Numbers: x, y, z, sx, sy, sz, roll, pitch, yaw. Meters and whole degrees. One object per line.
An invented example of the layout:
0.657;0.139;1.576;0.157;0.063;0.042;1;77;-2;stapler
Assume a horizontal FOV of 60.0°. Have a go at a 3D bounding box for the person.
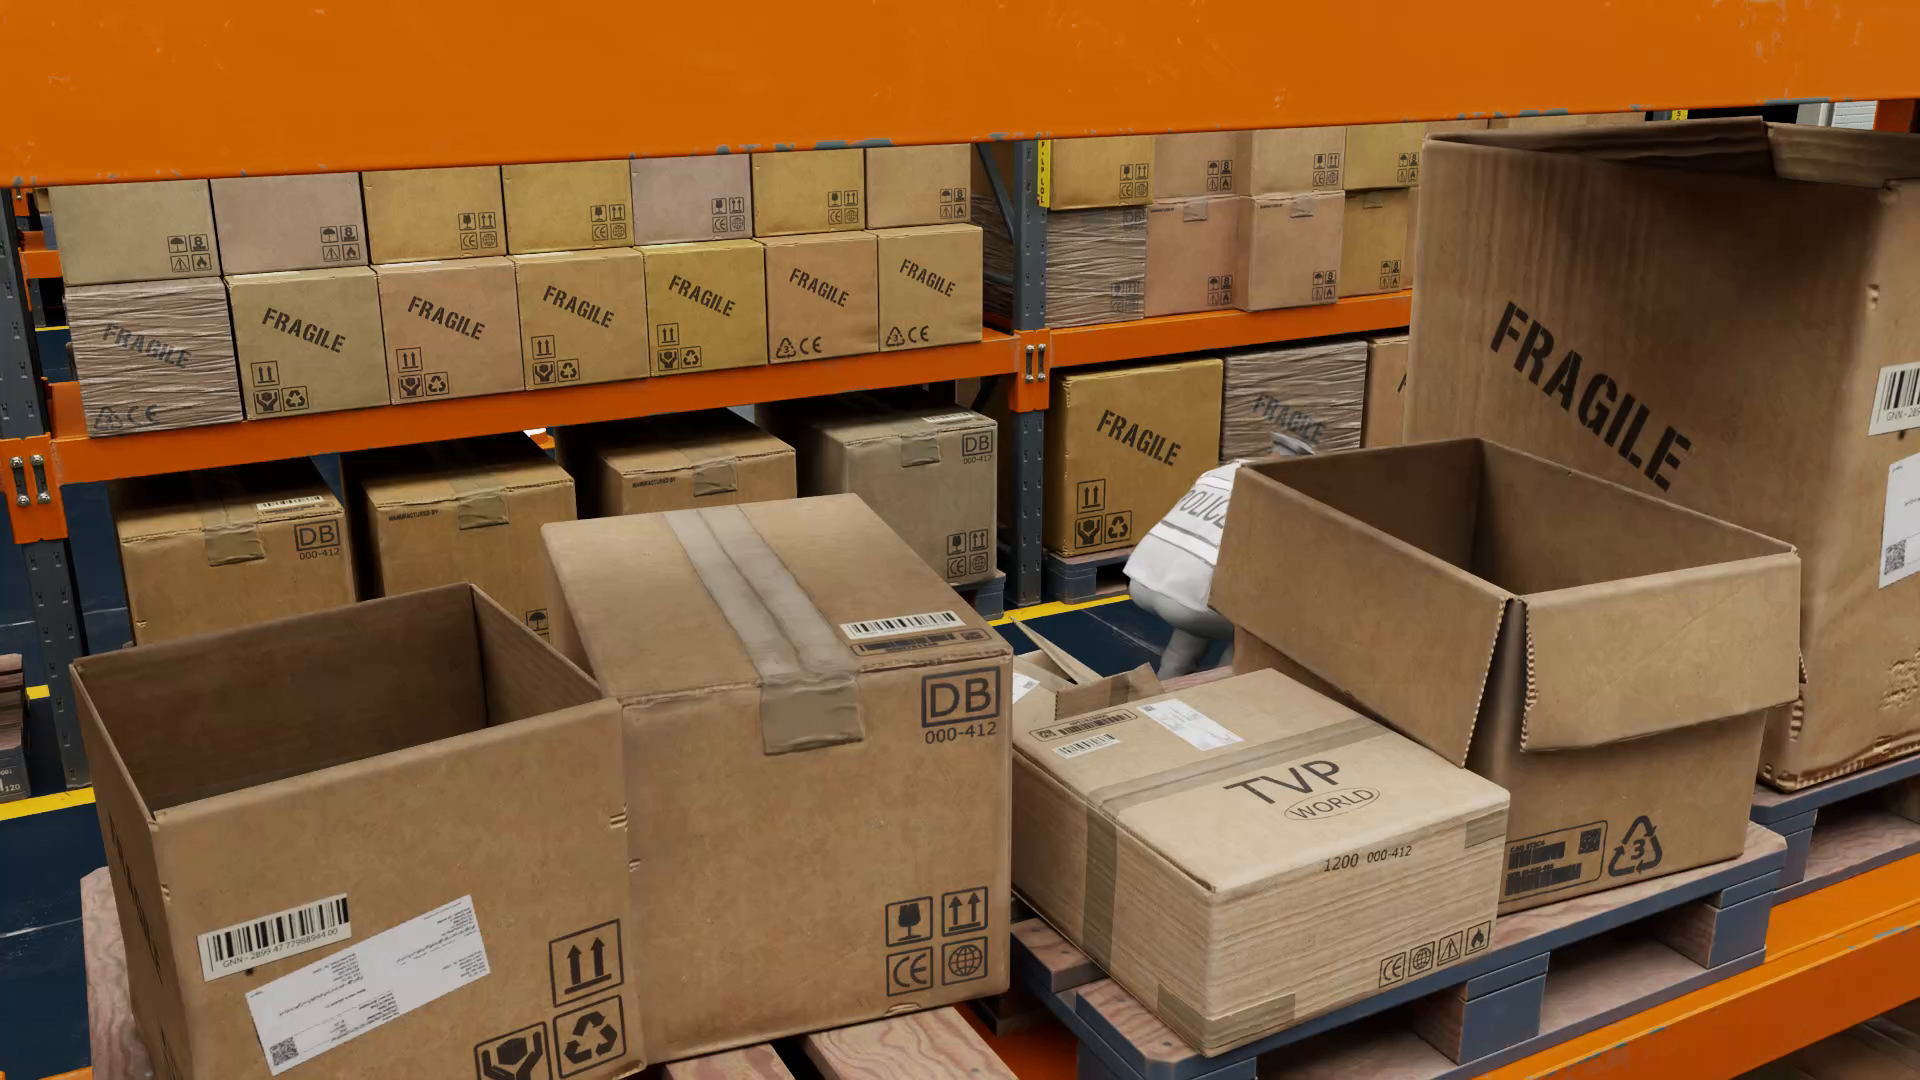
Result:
1.078;0.143;6.690;0.917;1.082;0.565;-10;21;-27;person
